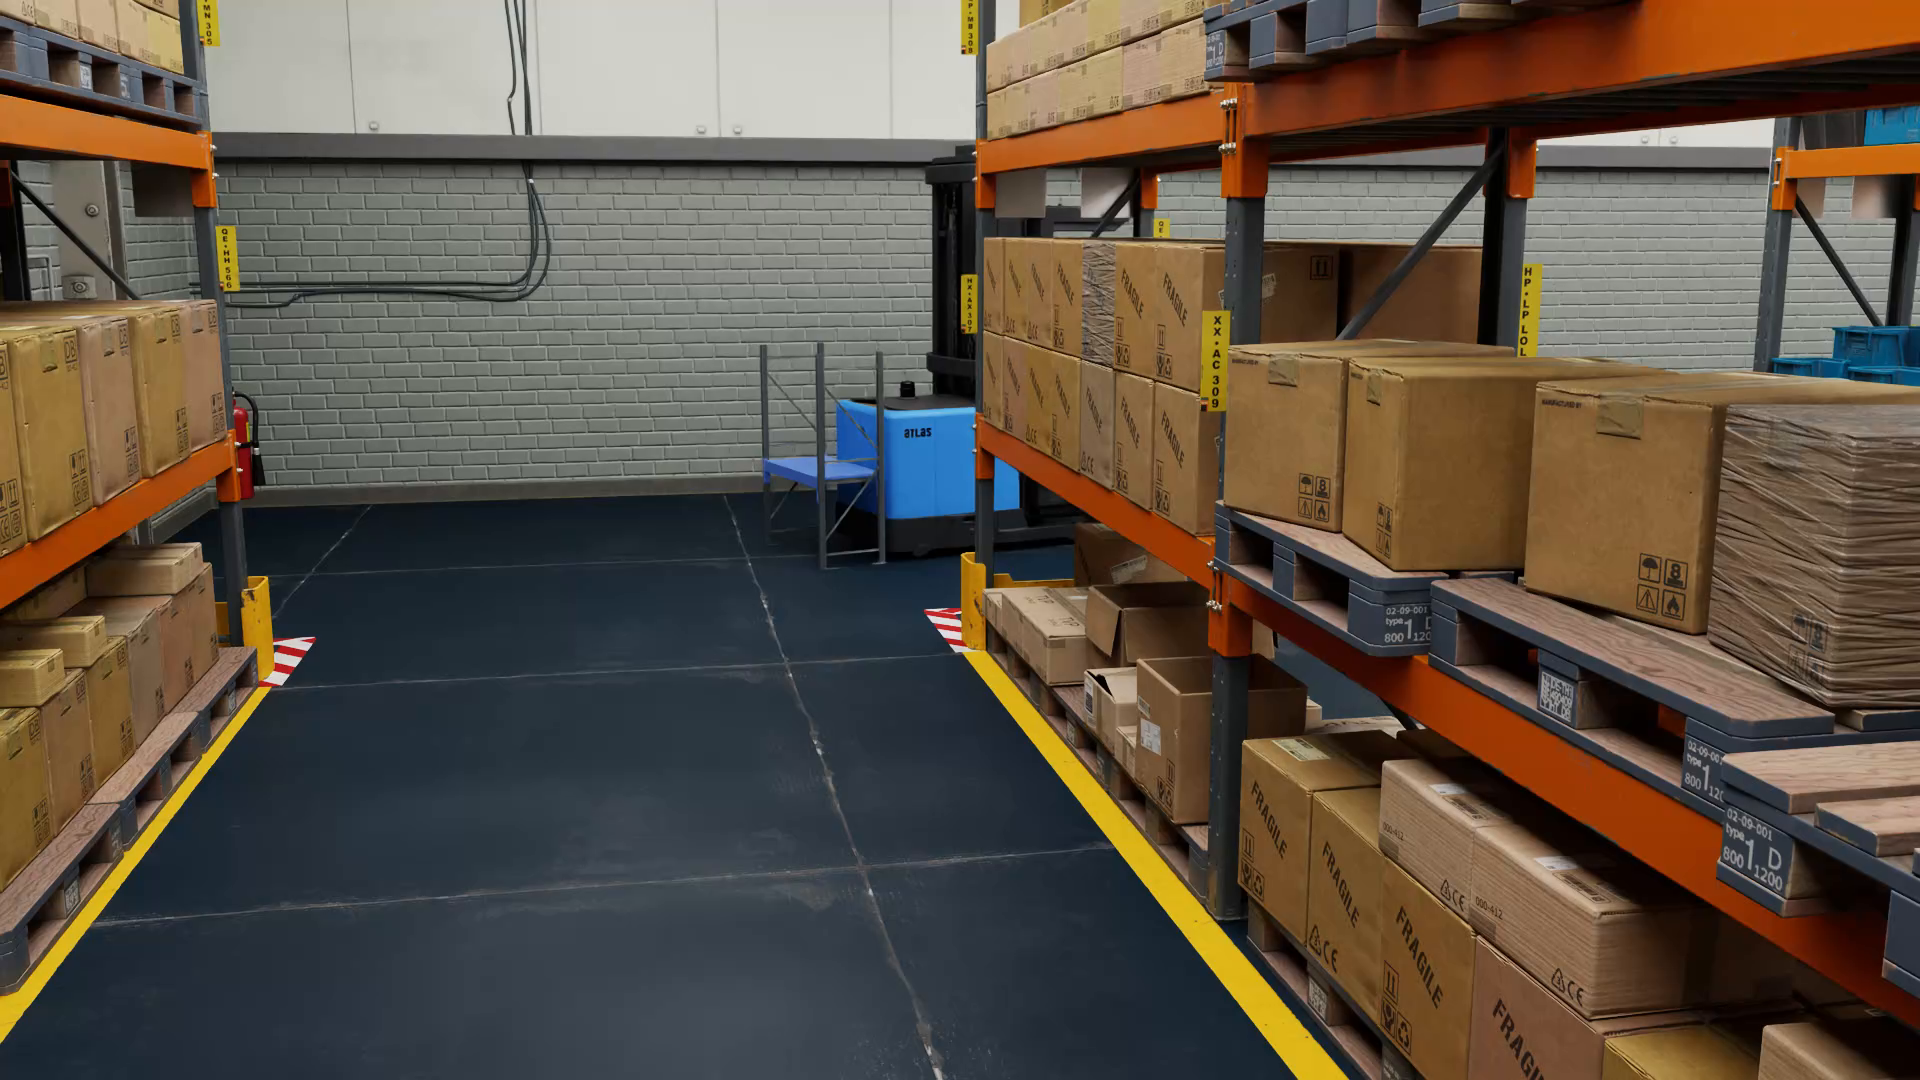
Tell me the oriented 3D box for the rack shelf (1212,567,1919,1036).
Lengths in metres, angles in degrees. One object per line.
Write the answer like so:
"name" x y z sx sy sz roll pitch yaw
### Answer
"rack shelf" 1.755 0.542 3.751 1.077 0.370 4.000 -2 11 -11

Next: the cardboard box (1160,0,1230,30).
"cardboard box" 1.005 -1.903 5.715 0.500 0.250 0.500 -2 11 -11

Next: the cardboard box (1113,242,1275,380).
"cardboard box" 0.911 -0.896 6.439 0.500 0.500 0.500 -2 11 -12

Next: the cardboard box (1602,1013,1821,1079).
"cardboard box" 1.631 1.309 3.304 0.500 0.500 0.500 -3 11 -13

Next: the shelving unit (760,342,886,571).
"shelving unit" -0.999 -0.632 12.003 0.538 1.500 1.048 -6 12 -28

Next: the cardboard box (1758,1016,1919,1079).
"cardboard box" 1.717 1.026 2.789 0.500 0.250 0.500 -2 11 -9

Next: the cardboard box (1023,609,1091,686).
"cardboard box" 0.610 0.516 8.140 0.500 0.250 0.500 -2 11 -11

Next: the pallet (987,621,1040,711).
"pallet" 0.759 0.618 8.885 1.003 0.211 1.213 -2 11 -11

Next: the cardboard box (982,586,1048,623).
"cardboard box" 0.332 0.362 9.222 0.380 0.149 0.250 -2 11 -11

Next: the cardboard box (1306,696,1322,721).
"cardboard box" 1.318 0.754 7.112 0.380 0.166 0.250 -2 11 -11

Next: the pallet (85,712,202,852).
"pallet" -3.804 1.006 6.848 1.003 0.211 1.213 -2 11 -11

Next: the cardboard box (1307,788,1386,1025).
"cardboard box" 1.336 1.028 4.779 0.500 0.500 0.500 -2 11 -10

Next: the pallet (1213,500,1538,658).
"pallet" 1.414 0.066 4.838 1.003 0.211 1.213 -2 11 -11

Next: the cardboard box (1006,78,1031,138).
"cardboard box" 0.523 -2.116 8.171 0.500 0.250 0.500 -2 11 -11

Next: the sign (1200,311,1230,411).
"sign" 0.835 -0.582 5.419 0.100 0.325 0.005 -2 11 -11

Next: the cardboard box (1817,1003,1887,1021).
"cardboard box" 2.136 1.285 3.430 0.500 0.500 0.500 -2 11 -12

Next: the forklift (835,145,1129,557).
"forklift" 0.602 -1.490 12.688 3.031 2.935 1.130 -6 12 -27

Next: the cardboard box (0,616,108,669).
"cardboard box" -3.527 0.399 6.403 0.380 0.149 0.250 -2 11 -13

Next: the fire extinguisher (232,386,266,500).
"fire extinguisher" -3.847 -0.554 8.791 0.296 0.674 0.183 -2 11 -11

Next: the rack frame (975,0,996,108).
"rack frame" 0.588 -3.859 8.905 1.000 3.000 0.127 -2 11 -11

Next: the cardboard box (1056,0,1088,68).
"cardboard box" 0.720 -2.178 7.161 0.500 0.250 0.500 -2 11 -11

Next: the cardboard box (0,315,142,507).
"cardboard box" -3.870 -0.512 6.563 0.980 0.700 0.700 -3 11 -14

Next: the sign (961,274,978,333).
"sign" 0.056 -1.317 9.281 0.100 0.325 0.005 -2 11 -11

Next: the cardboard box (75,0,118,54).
"cardboard box" -3.659 -2.071 6.544 0.500 0.250 0.500 -2 11 -13

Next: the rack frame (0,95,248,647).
"rack frame" -4.271 -0.731 8.516 1.000 3.000 0.127 -2 11 -11

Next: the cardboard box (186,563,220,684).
"cardboard box" -4.036 0.415 8.055 0.700 0.500 0.500 -2 11 -11

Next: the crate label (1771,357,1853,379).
"crate label" 5.172 -0.981 10.118 0.416 0.233 0.303 -2 11 -11

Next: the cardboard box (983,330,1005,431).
"cardboard box" 0.415 -0.870 8.978 0.500 0.500 0.500 -2 11 -10

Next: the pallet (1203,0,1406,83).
"pallet" 1.424 -1.437 4.706 1.213 0.211 1.003 -2 11 -11

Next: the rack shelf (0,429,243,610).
"rack shelf" -3.882 -0.011 6.656 1.077 0.370 4.000 -2 11 -11

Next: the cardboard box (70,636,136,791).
"cardboard box" -3.730 0.697 6.576 0.700 0.500 0.500 -2 11 -10

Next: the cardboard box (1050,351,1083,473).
"cardboard box" 0.711 -0.592 7.516 0.500 0.500 0.500 -2 11 -10

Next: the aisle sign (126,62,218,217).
"aisle sign" -3.990 -2.032 8.399 0.394 0.787 0.004 -2 11 -11

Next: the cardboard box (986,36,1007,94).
"cardboard box" 0.432 -2.454 8.608 0.500 0.250 0.500 -2 11 -11

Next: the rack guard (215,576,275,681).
"rack guard" -4.275 0.492 8.772 1.175 0.500 0.348 -2 11 -11

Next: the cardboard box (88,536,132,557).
"cardboard box" -4.257 0.081 8.076 0.380 0.149 0.250 -2 11 -11

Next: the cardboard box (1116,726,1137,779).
"cardboard box" 0.845 0.845 6.681 0.380 0.149 0.250 -2 11 -11

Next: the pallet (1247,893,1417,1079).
"pallet" 1.561 1.339 5.095 1.003 0.211 1.213 -2 11 -11

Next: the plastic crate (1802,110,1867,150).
"plastic crate" 5.249 -2.420 9.716 0.497 0.269 0.590 -2 11 -11

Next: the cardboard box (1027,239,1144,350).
"cardboard box" 0.617 -1.174 7.899 0.500 0.500 0.500 -2 11 -10

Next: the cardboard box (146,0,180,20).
"cardboard box" -3.861 -2.631 7.477 0.500 0.500 0.500 -2 11 -11

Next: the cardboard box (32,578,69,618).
"cardboard box" -4.059 0.266 7.102 0.380 0.149 0.250 -2 11 -10

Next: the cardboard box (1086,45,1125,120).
"cardboard box" 0.818 -1.841 6.726 0.500 0.250 0.500 -2 11 -11

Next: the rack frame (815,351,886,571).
"rack frame" -0.758 -0.549 11.564 0.500 1.500 0.032 -6 12 -28

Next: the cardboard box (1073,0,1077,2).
"cardboard box" 0.920 -2.650 7.631 0.700 0.500 0.500 -2 11 -11

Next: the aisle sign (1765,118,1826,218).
"aisle sign" 5.142 -2.371 10.178 0.394 0.787 0.004 -2 11 -11

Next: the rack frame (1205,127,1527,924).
"rack frame" 1.366 -0.178 5.611 1.000 3.000 0.127 -2 11 -11

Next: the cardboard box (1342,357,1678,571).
"cardboard box" 1.434 -0.215 4.413 0.700 0.500 0.500 0 11 -2

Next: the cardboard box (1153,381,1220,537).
"cardboard box" 1.017 -0.310 6.035 0.500 0.500 0.500 -2 11 -10
